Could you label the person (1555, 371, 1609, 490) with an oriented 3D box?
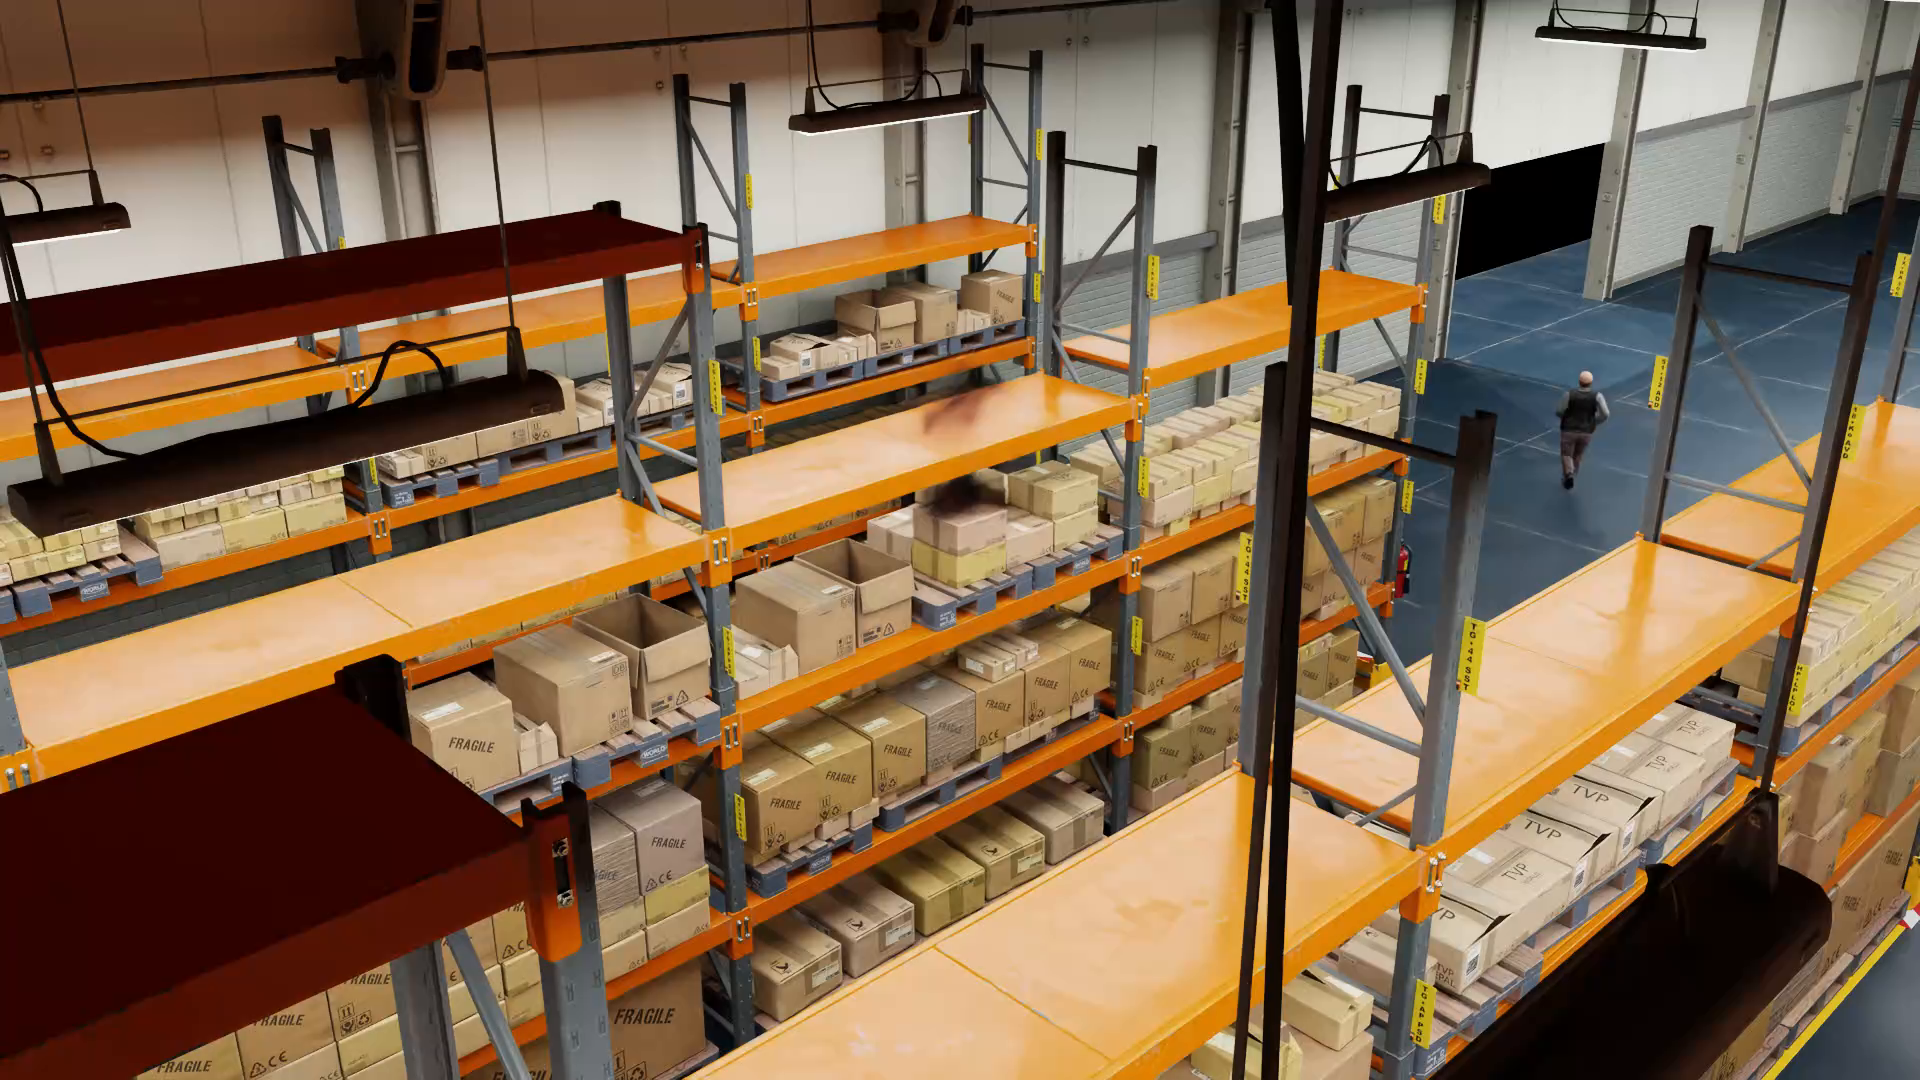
[{"bbox_3d":[8.204,-1.408,22.079,0.662,1.710,0.819,4,23,10],"label":"person"}]
